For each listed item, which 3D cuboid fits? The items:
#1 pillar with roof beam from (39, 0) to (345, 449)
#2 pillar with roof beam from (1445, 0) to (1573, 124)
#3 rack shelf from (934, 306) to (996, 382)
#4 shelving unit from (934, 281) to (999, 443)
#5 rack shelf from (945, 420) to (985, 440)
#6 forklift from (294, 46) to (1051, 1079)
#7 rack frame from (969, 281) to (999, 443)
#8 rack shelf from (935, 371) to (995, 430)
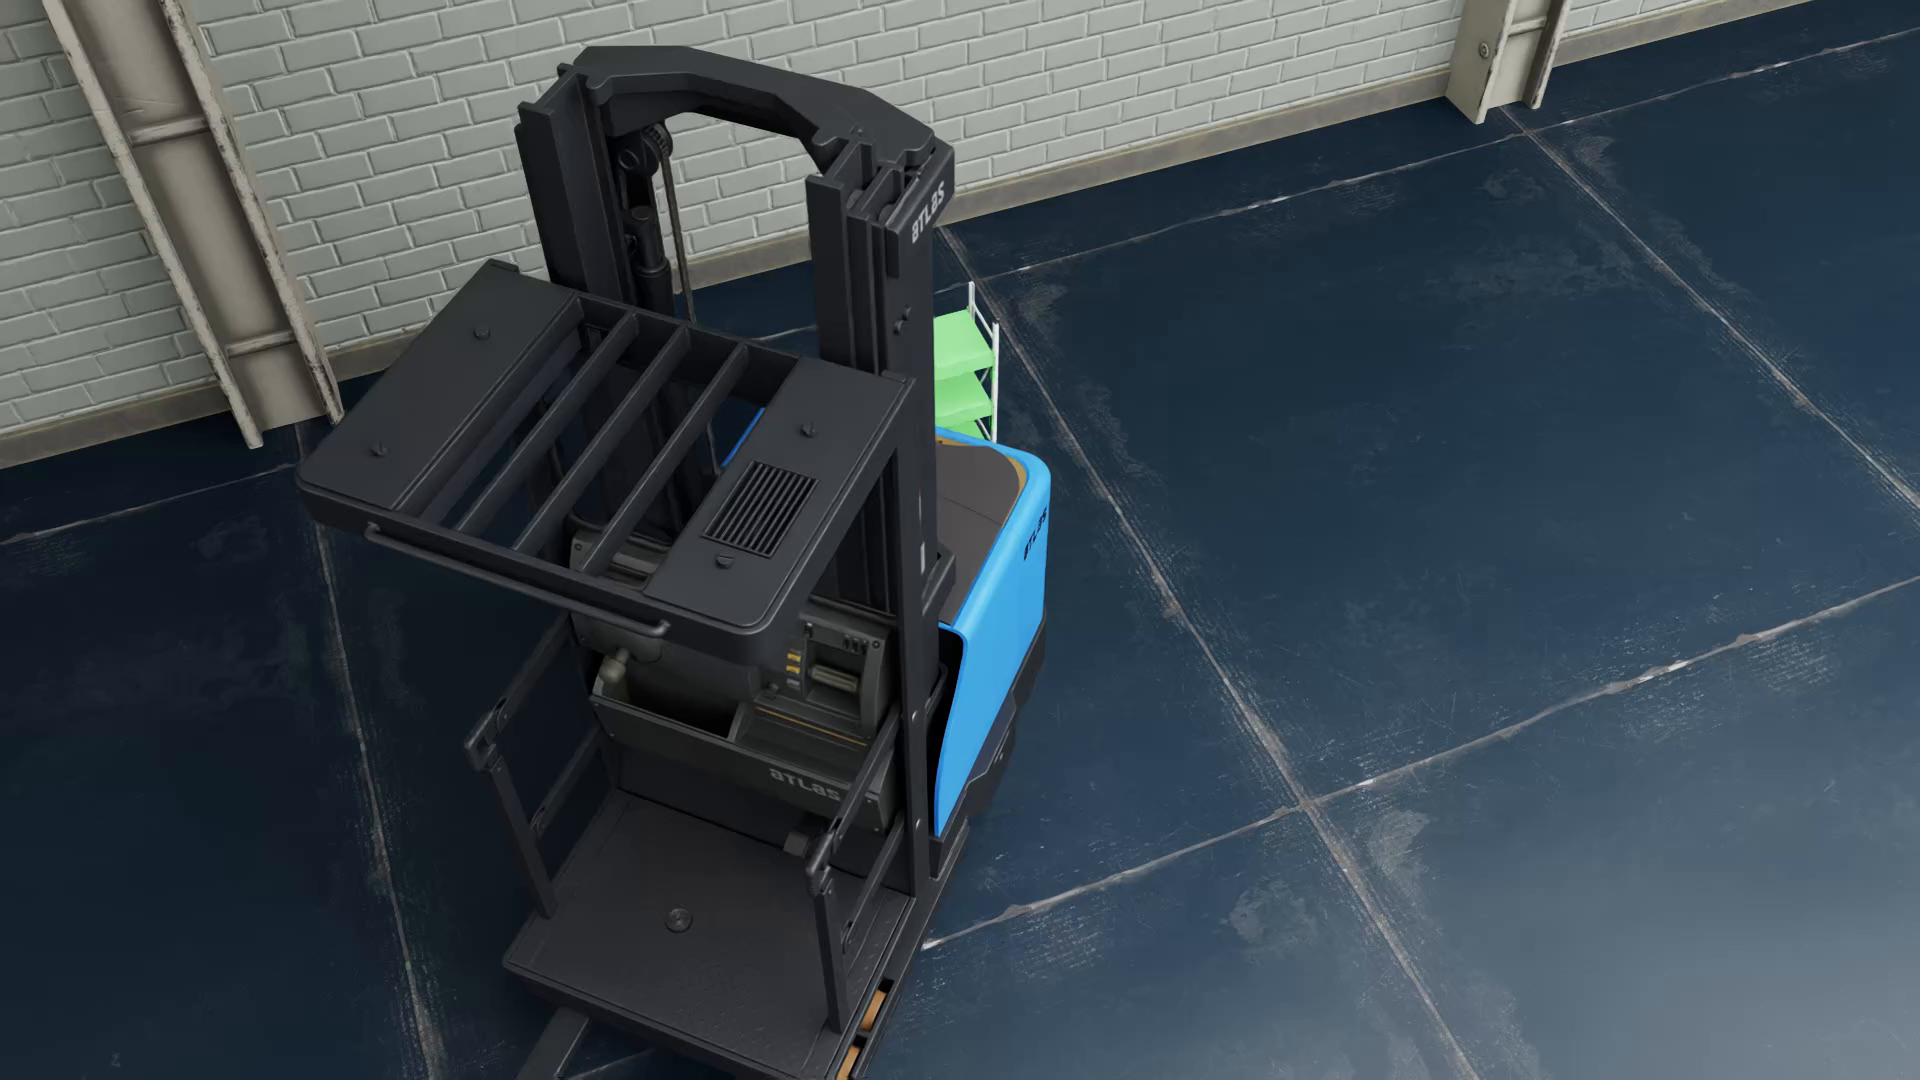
[{"bbox_3d":[-1.202,-0.449,1.045,0.400,9.000,9.100,-17,52,-14],"label":"pillar with roof beam"},{"bbox_3d":[4.352,-2.170,2.523,0.400,9.000,9.100,-17,52,-14],"label":"pillar with roof beam"},{"bbox_3d":[-0.145,-0.624,5.787,0.480,0.148,0.258,-17,51,-14],"label":"rack shelf"},{"bbox_3d":[-0.145,-0.353,6.103,0.503,1.200,0.258,-17,51,-14],"label":"shelving unit"},{"bbox_3d":[-0.145,-0.312,6.151,0.480,0.148,0.258,-17,51,-14],"label":"rack shelf"},{"bbox_3d":[-0.711,0.379,4.333,1.130,2.935,3.031,17,51,14],"label":"forklift"},{"bbox_3d":[0.082,-0.422,6.161,0.015,1.200,0.240,-17,51,-14],"label":"rack frame"},{"bbox_3d":[-0.145,-0.468,5.969,0.480,0.148,0.258,-17,51,-14],"label":"rack shelf"}]
